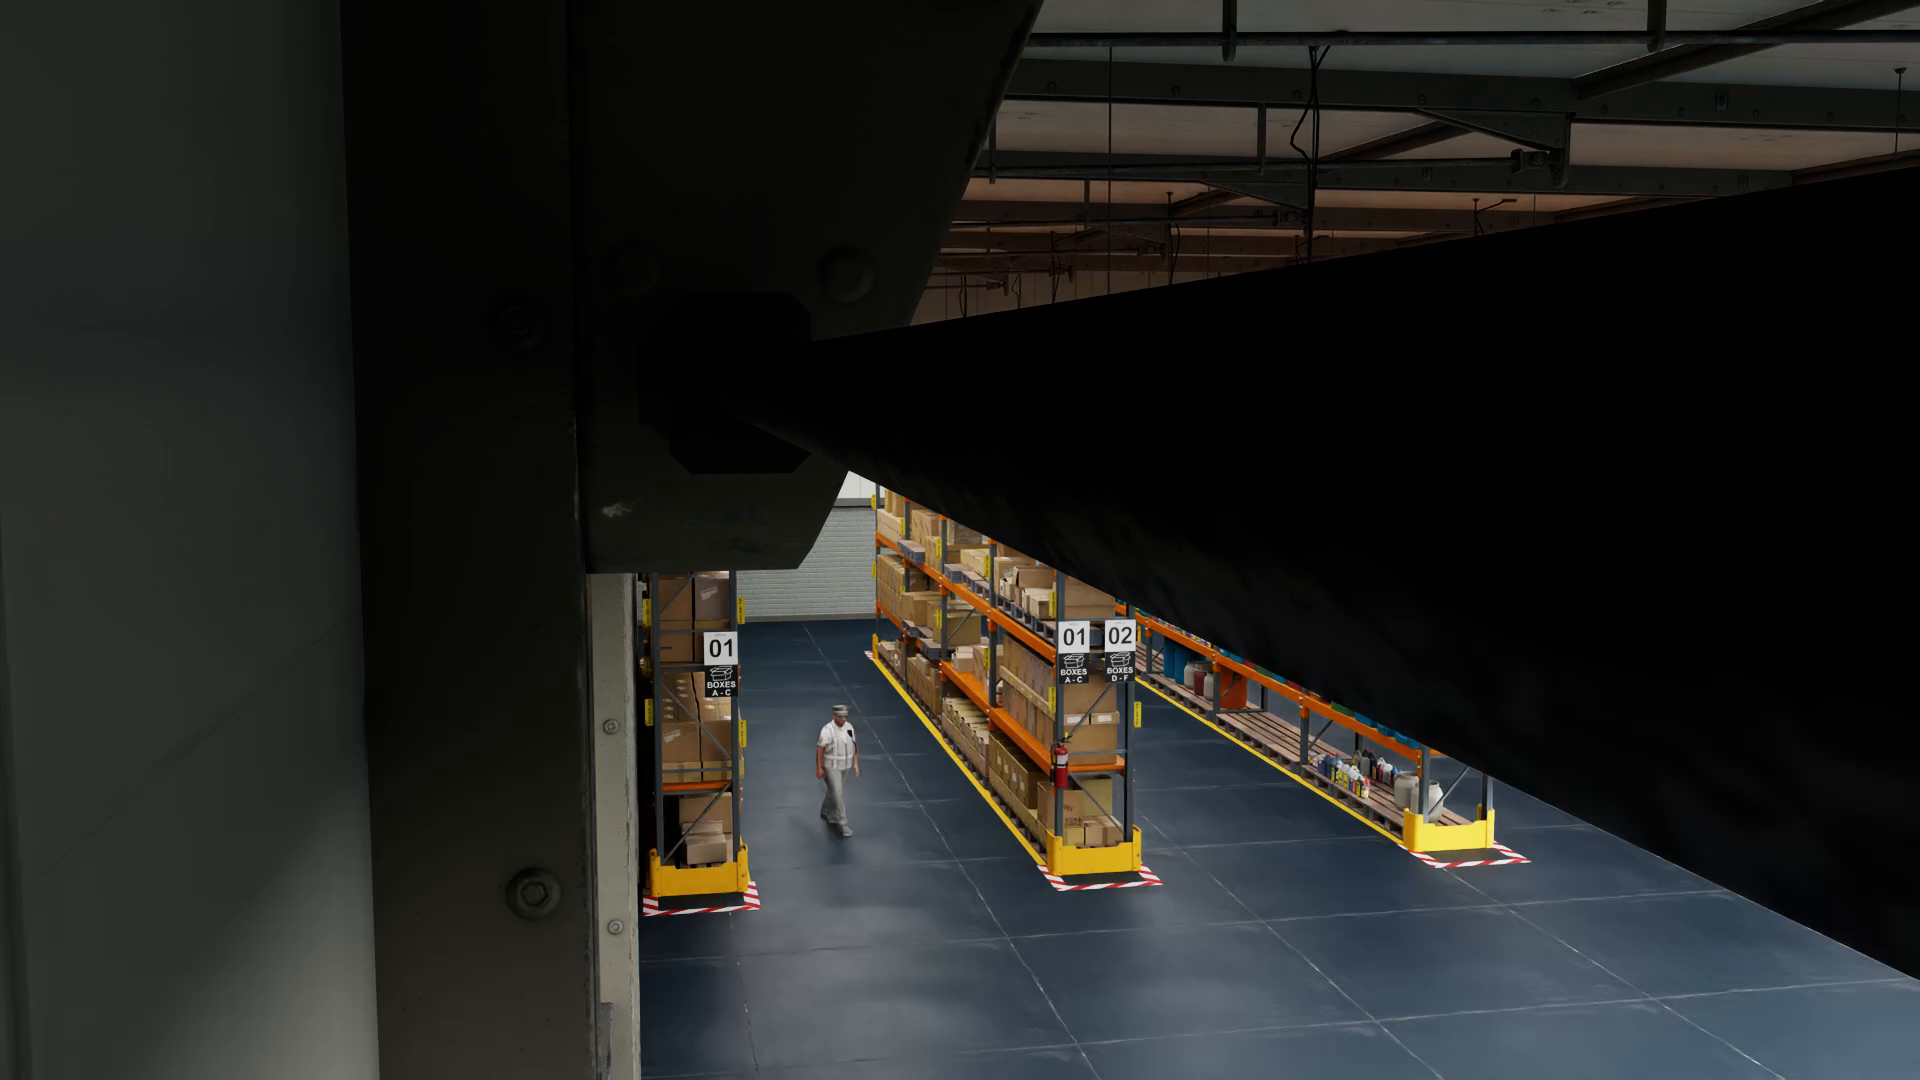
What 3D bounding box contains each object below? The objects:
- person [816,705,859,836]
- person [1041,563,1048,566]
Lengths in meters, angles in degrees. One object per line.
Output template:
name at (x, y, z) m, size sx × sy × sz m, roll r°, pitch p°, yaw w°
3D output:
person at (-1.654, 3.111, 22.861) m, size 0.938 × 1.708 × 0.571 m, roll 5°, pitch 8°, yaw 41°
person at (2.031, 1.349, 40.601) m, size 0.494 × 1.600 × 1.005 m, roll 0°, pitch 6°, yaw 0°
